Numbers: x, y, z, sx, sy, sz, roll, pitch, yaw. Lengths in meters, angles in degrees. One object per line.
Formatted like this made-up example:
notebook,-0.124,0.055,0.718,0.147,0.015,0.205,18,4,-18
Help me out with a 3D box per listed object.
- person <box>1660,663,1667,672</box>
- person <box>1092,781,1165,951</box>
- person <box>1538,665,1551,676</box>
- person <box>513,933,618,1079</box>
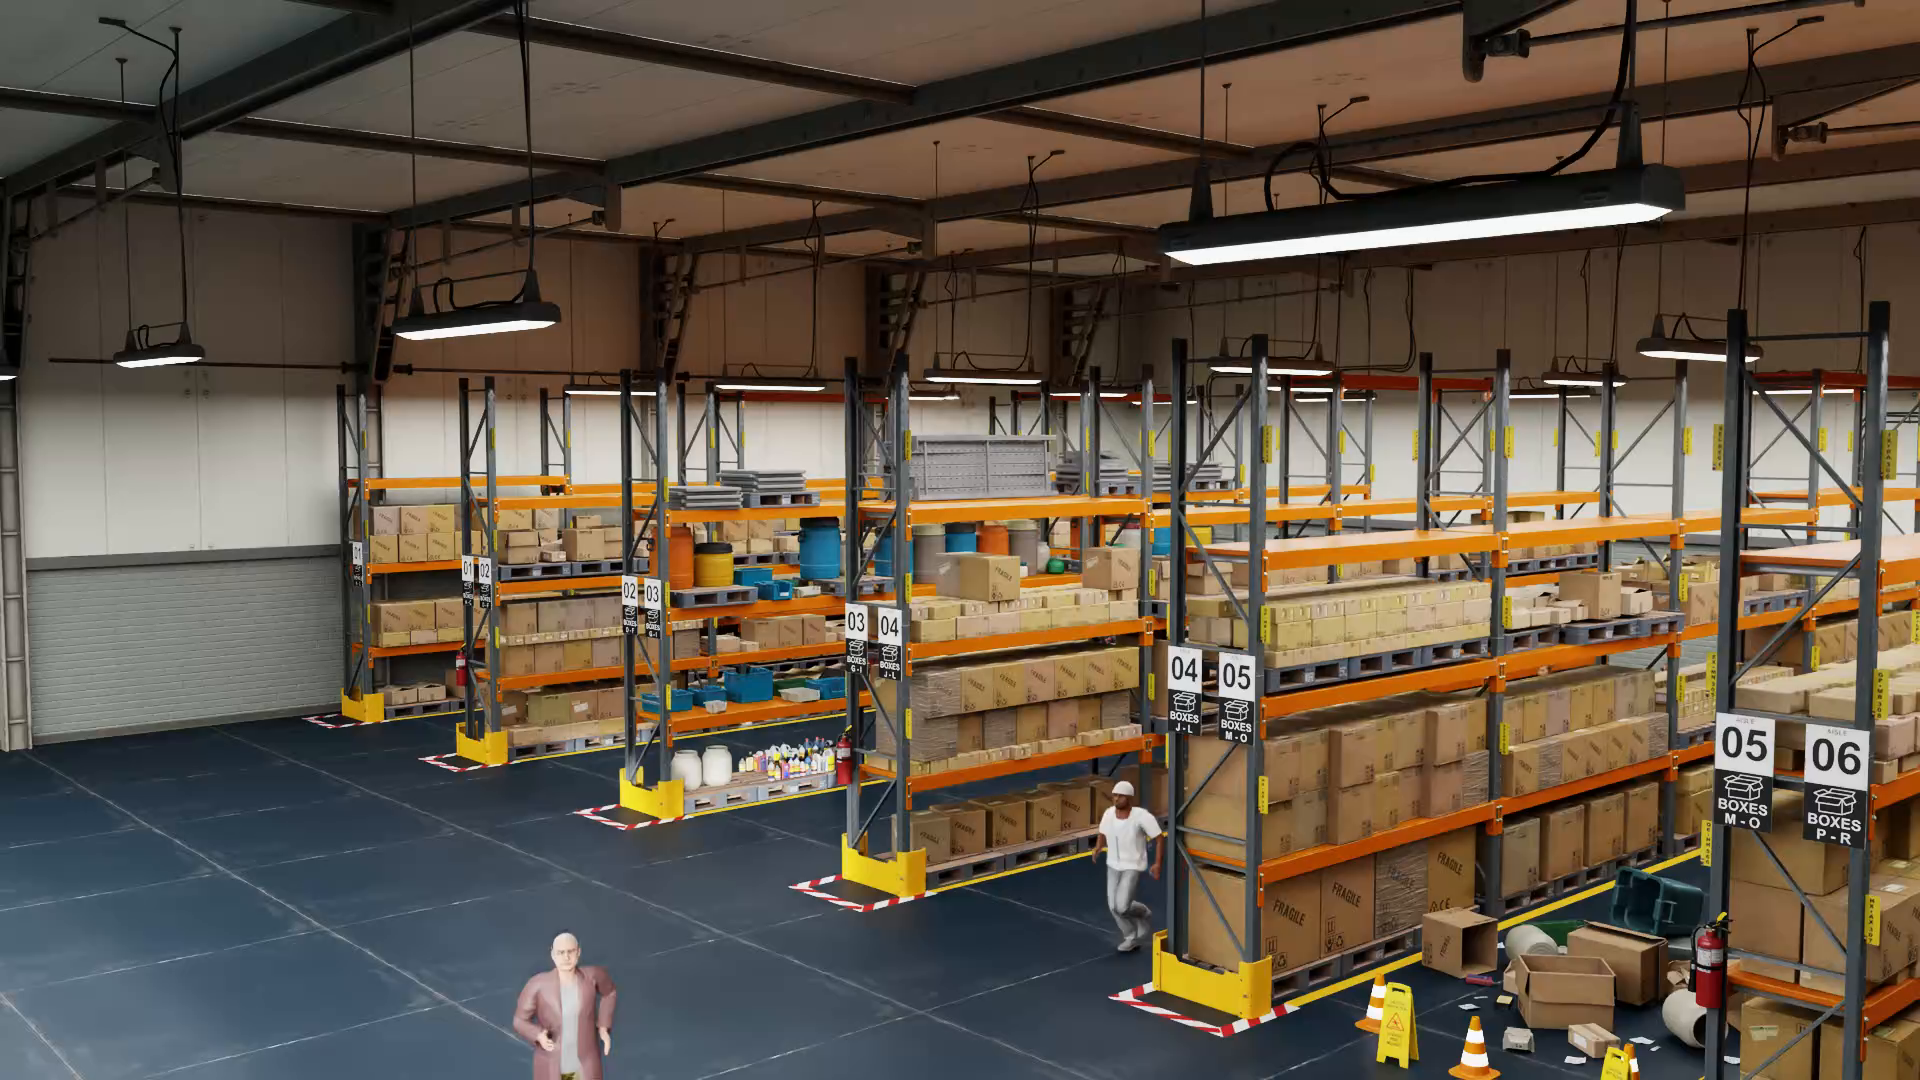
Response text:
person,10.618,2.676,24.965,0.792,1.683,0.699,-3,5,-38
person,1.631,3.231,16.466,0.710,1.700,0.602,3,5,40
person,8.737,2.677,24.949,0.544,1.709,0.854,3,5,42
person,-2.637,3.522,11.185,0.708,1.768,1.047,-1,4,-17
